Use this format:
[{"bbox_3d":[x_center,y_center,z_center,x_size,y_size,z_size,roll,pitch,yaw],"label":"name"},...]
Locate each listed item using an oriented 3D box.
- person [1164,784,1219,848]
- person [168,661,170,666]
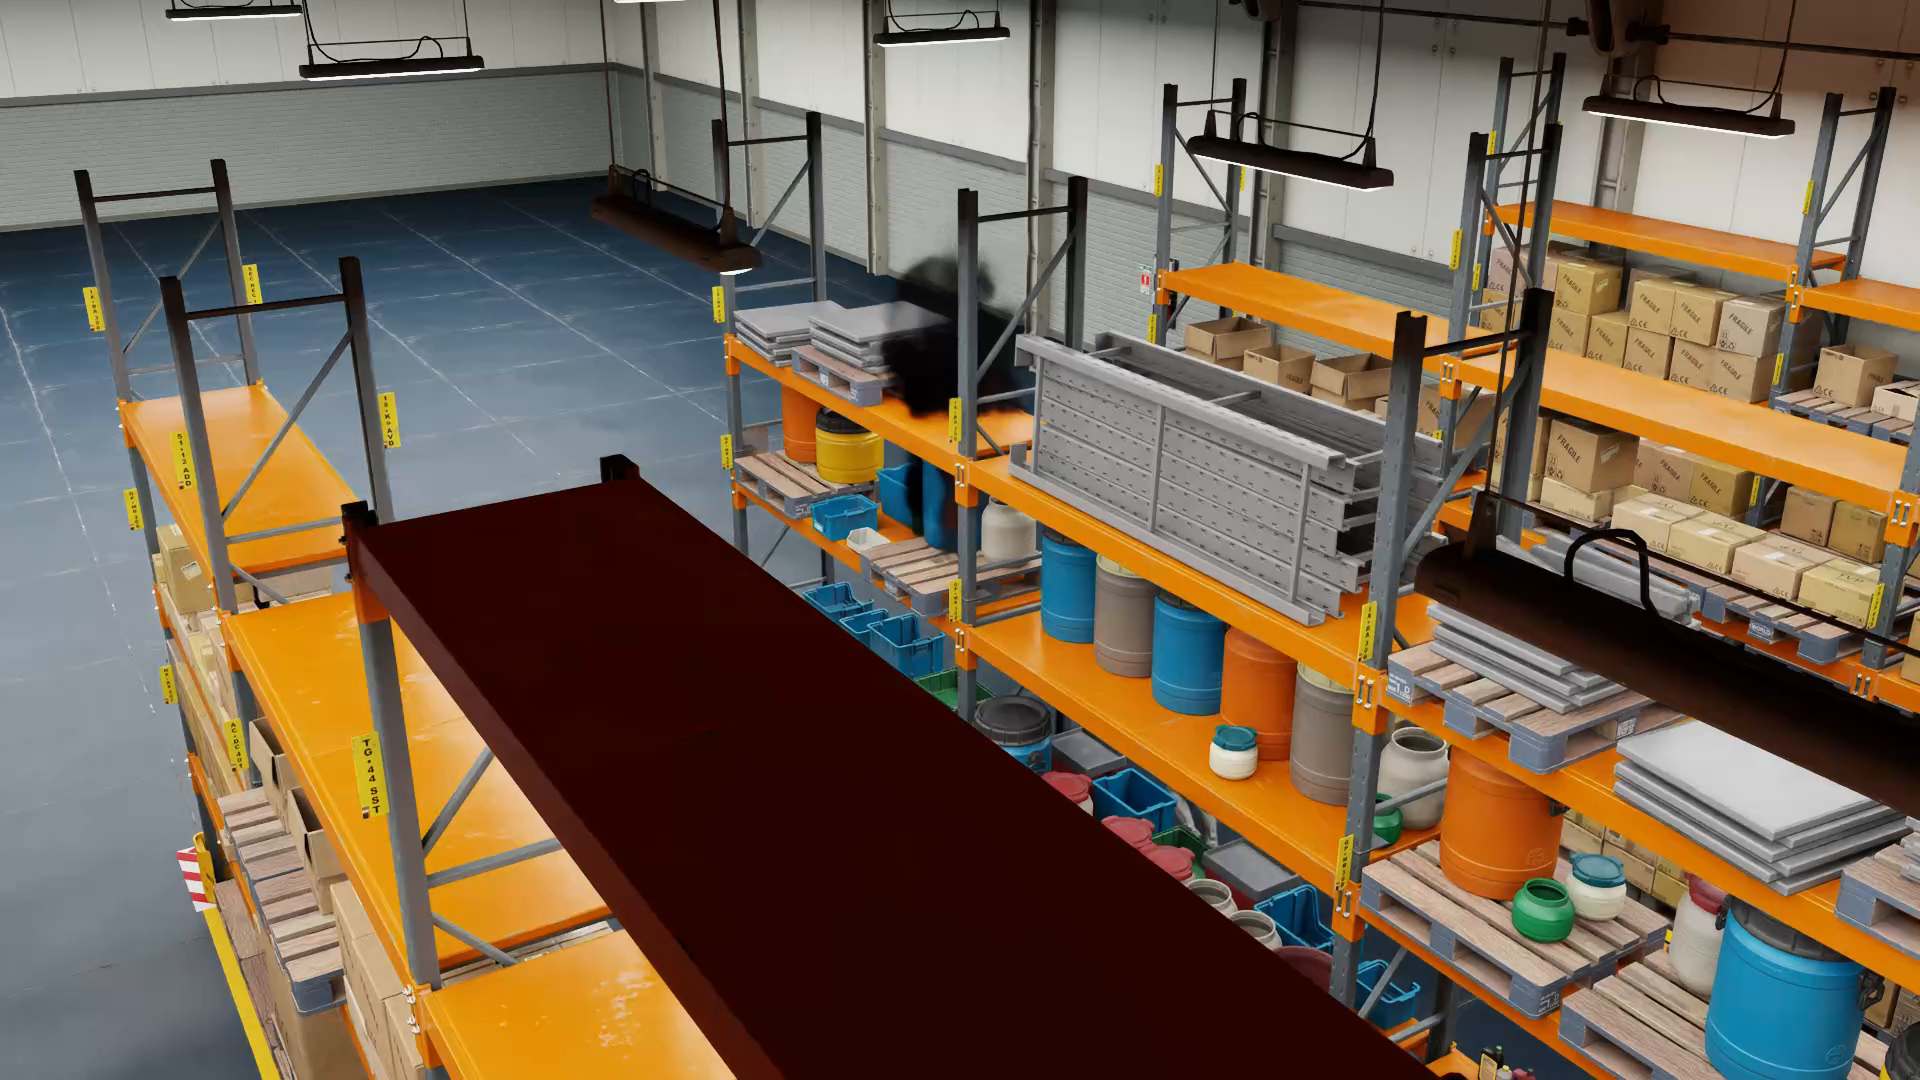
[{"bbox_3d":[2.035,1.919,14.364,0.609,1.677,0.628,-18,28,-38],"label":"person"},{"bbox_3d":[-8.098,0.628,17.652,0.886,1.579,0.542,-2,22,-4],"label":"person"}]
